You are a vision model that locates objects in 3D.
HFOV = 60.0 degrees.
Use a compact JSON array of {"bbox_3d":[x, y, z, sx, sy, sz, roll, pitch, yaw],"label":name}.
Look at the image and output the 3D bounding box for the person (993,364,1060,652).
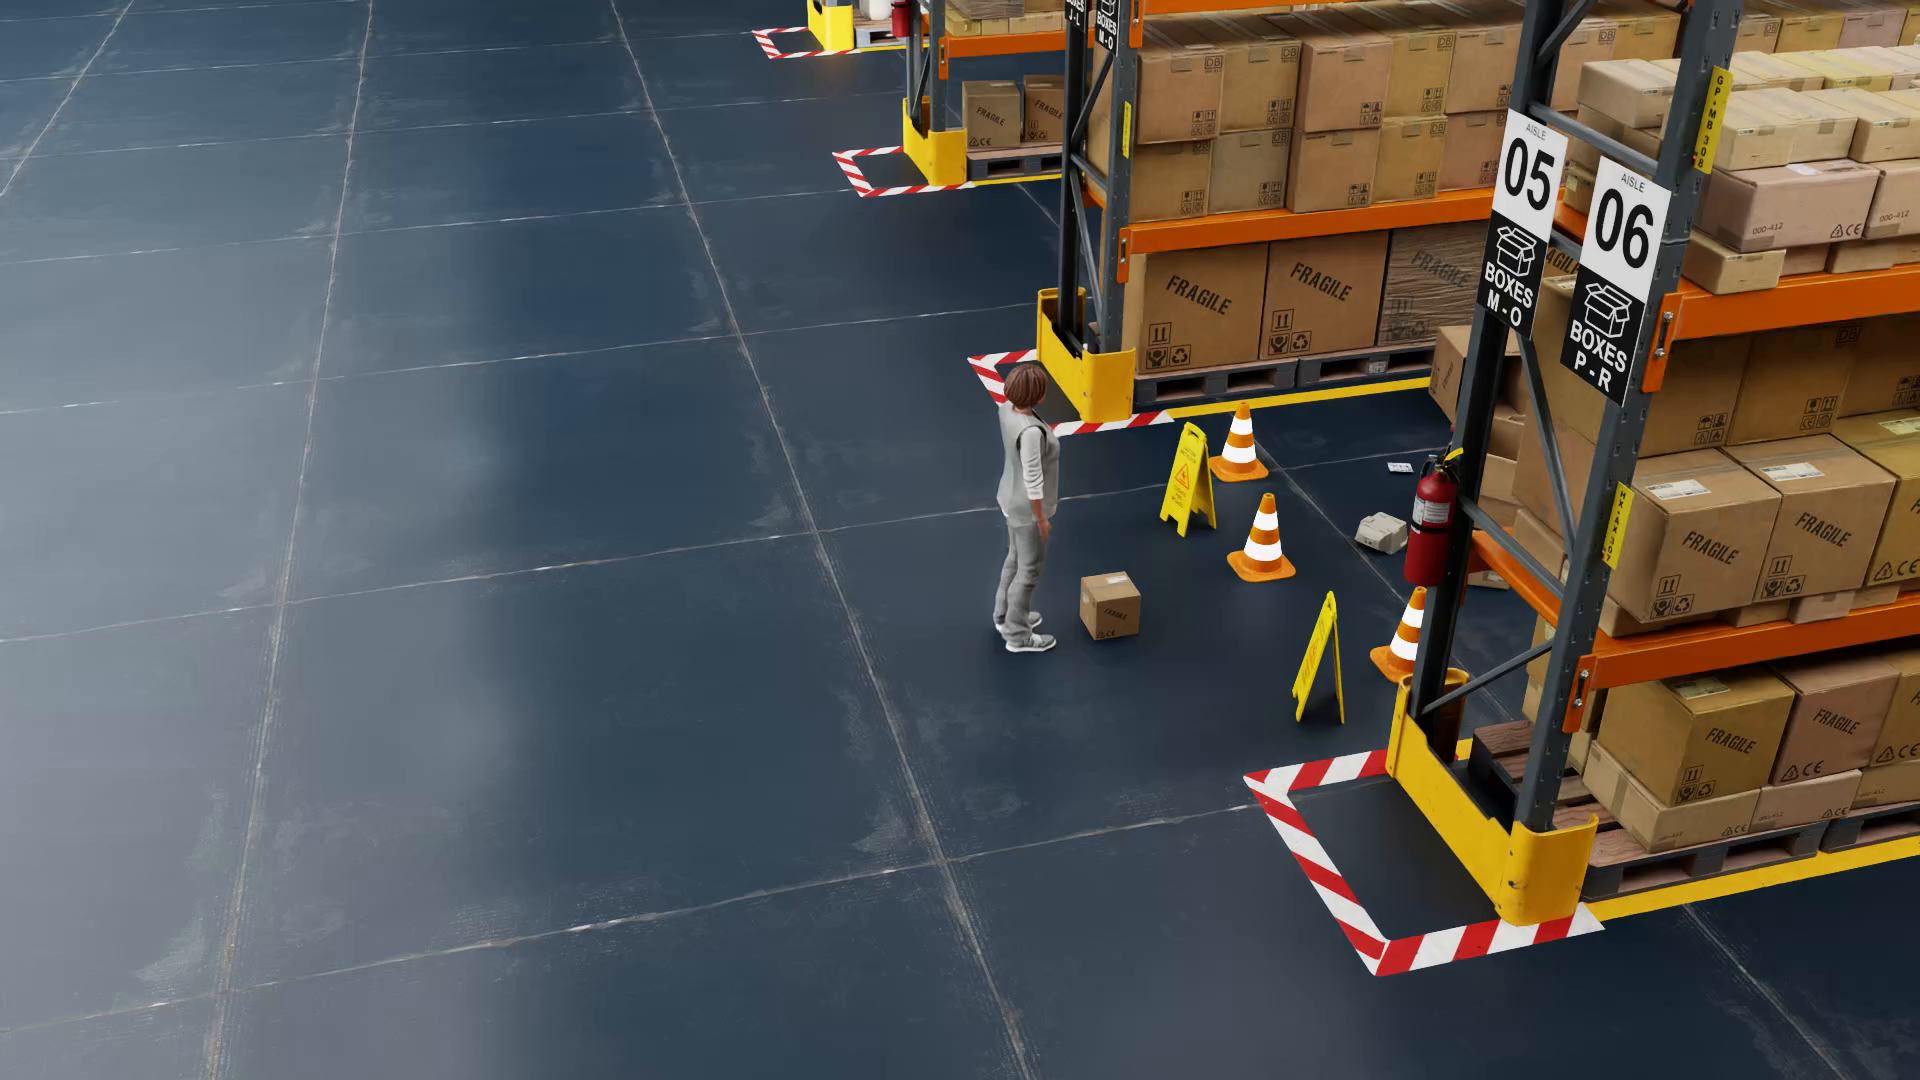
[{"bbox_3d":[0.340,-0.168,8.522,0.308,1.601,0.406,-7,31,-12],"label":"person"}]
